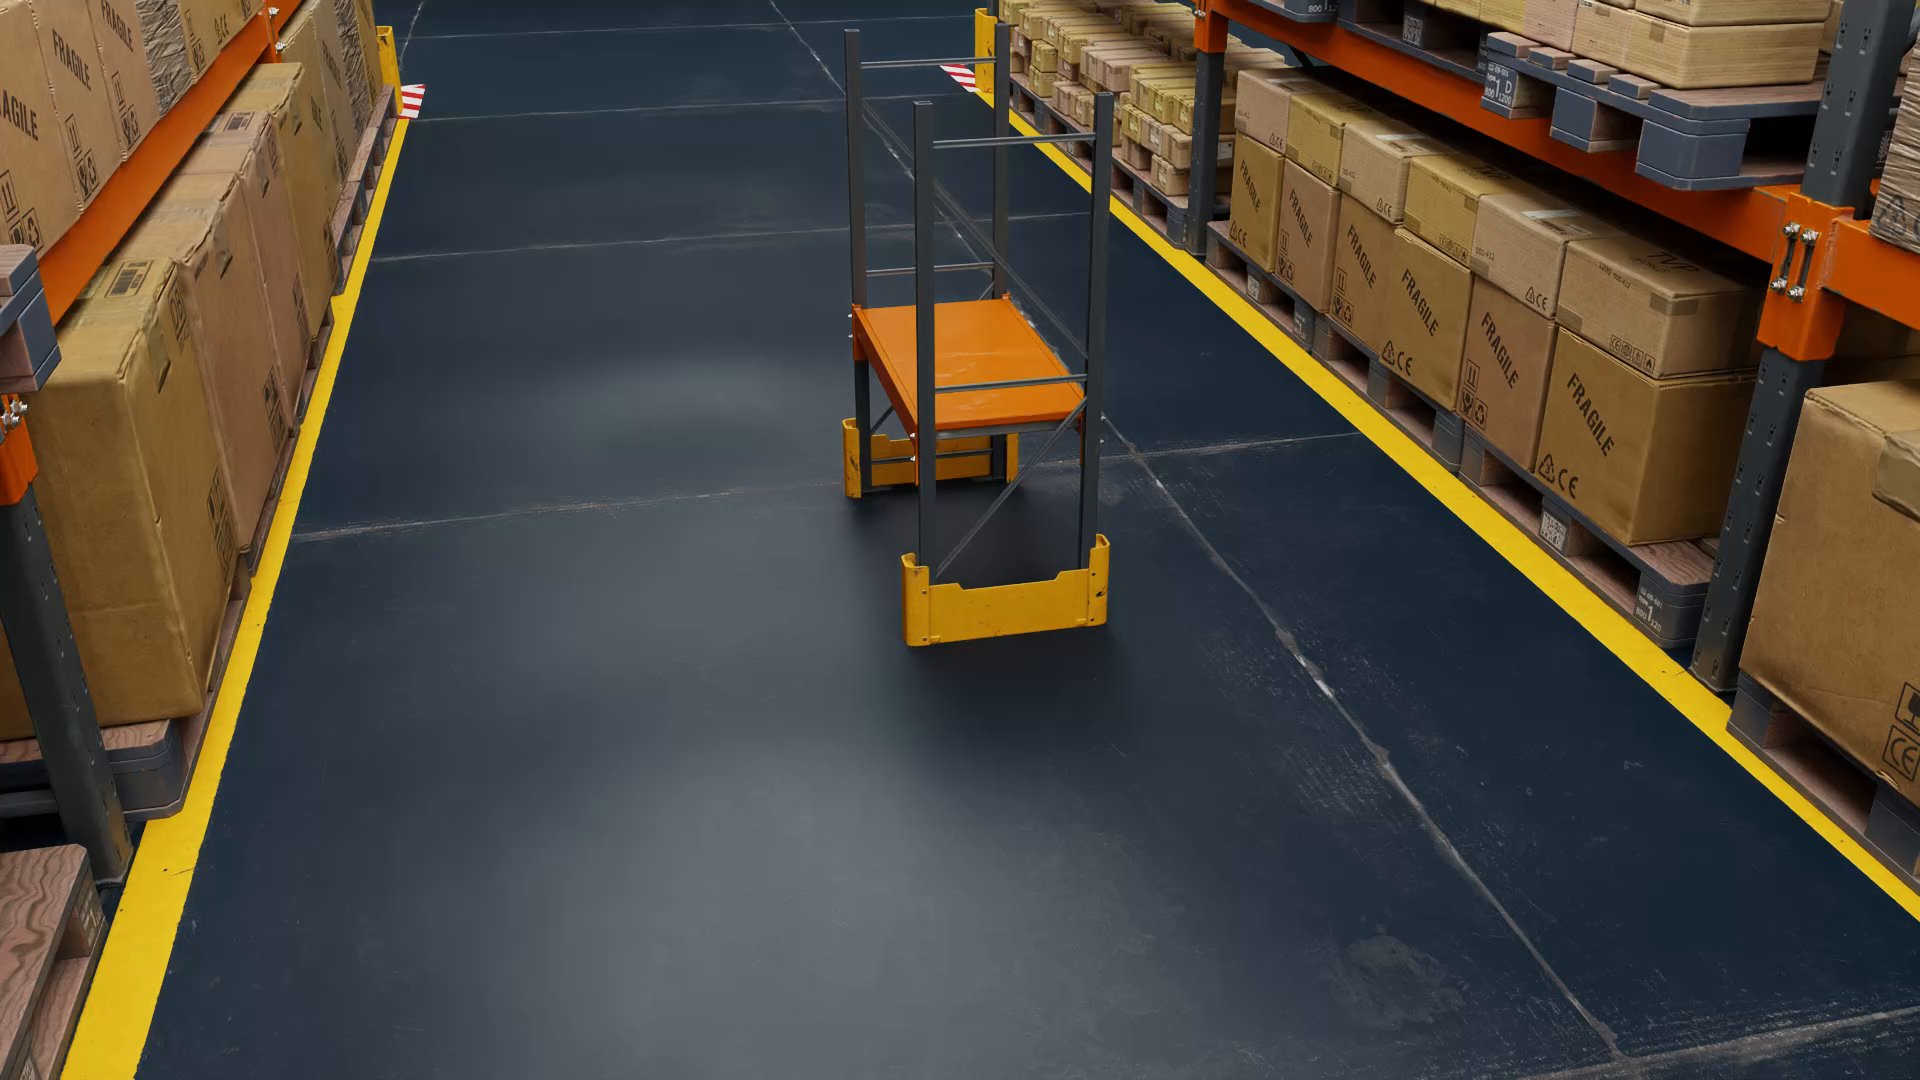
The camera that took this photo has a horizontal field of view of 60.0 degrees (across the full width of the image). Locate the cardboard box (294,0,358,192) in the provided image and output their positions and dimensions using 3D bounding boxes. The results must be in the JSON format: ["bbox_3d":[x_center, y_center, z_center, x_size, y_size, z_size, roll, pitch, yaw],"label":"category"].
[{"bbox_3d":[-3.546,-2.230,8.230,0.875,0.875,0.875,-6,27,-12],"label":"cardboard box"}]

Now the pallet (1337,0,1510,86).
[{"bbox_3d":[1.998,-1.780,5.661,1.003,0.211,1.213,-6,27,-12],"label":"pallet"}]

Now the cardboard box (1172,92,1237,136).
[{"bbox_3d":[1.249,-2.067,8.054,0.380,0.149,0.250,-5,27,-10],"label":"cardboard box"}]

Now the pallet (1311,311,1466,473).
[{"bbox_3d":[2.038,-0.634,6.272,1.003,0.211,1.213,-6,27,-12],"label":"pallet"}]

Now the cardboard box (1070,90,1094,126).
[{"bbox_3d":[0.849,-2.488,9.547,0.380,0.149,0.250,-6,27,-12],"label":"cardboard box"}]

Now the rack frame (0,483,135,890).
[{"bbox_3d":[-2.371,-0.542,2.994,1.000,3.000,0.127,-6,27,-12],"label":"rack frame"}]

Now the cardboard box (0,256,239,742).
[{"bbox_3d":[-2.506,-0.086,3.983,1.225,0.875,0.875,-7,28,-14],"label":"cardboard box"}]

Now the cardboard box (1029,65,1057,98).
[{"bbox_3d":[0.640,-2.827,10.220,0.380,0.149,0.250,-6,27,-11],"label":"cardboard box"}]

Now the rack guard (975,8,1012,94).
[{"bbox_3d":[0.698,-3.364,11.360,1.175,0.500,0.348,-6,27,-12],"label":"rack guard"}]

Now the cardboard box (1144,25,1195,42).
[{"bbox_3d":[1.293,-2.910,9.725,0.380,0.149,0.250,-7,28,-13],"label":"cardboard box"}]

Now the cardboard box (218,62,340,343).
[{"bbox_3d":[-3.109,-1.258,6.305,1.225,0.875,0.875,-6,27,-11],"label":"cardboard box"}]

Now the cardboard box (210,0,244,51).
[{"bbox_3d":[-2.796,-1.947,5.667,0.500,0.500,0.500,-5,27,-10],"label":"cardboard box"}]

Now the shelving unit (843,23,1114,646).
[{"bbox_3d":[0.017,-0.636,4.846,0.587,1.500,1.083,-6,27,-12],"label":"shelving unit"}]

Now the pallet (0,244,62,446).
[{"bbox_3d":[-2.107,-0.154,2.439,1.213,0.211,1.003,-6,27,-12],"label":"pallet"}]

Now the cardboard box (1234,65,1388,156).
[{"bbox_3d":[1.492,-1.812,6.987,0.500,0.250,0.500,-7,28,-14],"label":"cardboard box"}]

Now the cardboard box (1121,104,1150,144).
[{"bbox_3d":[1.051,-2.144,8.537,0.380,0.149,0.250,-7,28,-13],"label":"cardboard box"}]

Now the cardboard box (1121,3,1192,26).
[{"bbox_3d":[1.230,-3.270,10.437,0.380,0.149,0.250,-7,28,-13],"label":"cardboard box"}]

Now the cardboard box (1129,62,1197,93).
[{"bbox_3d":[1.107,-2.406,8.725,0.380,0.149,0.250,-5,27,-10],"label":"cardboard box"}]

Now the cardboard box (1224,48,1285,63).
[{"bbox_3d":[1.539,-2.575,9.060,0.380,0.149,0.250,-5,27,-10],"label":"cardboard box"}]

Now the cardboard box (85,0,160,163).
[{"bbox_3d":[-2.453,-1.278,4.342,0.500,0.500,0.500,-6,27,-13],"label":"cardboard box"}]

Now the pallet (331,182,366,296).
[{"bbox_3d":[-3.368,-1.395,7.779,1.003,0.211,1.213,-6,27,-12],"label":"pallet"}]

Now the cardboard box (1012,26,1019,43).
[{"bbox_3d":[0.549,-3.305,10.836,0.380,0.149,0.250,-5,27,-9],"label":"cardboard box"}]

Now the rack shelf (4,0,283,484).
[{"bbox_3d":[-2.822,-1.099,4.896,1.077,0.370,4.000,-6,27,-12],"label":"rack shelf"}]

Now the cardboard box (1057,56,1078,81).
[{"bbox_3d":[0.802,-2.850,9.935,0.380,0.149,0.250,-7,28,-14],"label":"cardboard box"}]

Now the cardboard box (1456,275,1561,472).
[{"bbox_3d":[1.968,-0.563,5.345,0.500,0.500,0.500,-5,27,-10],"label":"cardboard box"}]

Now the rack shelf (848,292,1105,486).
[{"bbox_3d":[0.019,-0.472,4.919,0.538,0.185,1.000,-6,27,-12],"label":"rack shelf"}]

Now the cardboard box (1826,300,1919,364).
[{"bbox_3d":[2.565,-0.735,4.852,0.500,0.250,0.500,-7,28,-14],"label":"cardboard box"}]

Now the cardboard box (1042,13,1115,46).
[{"bbox_3d":[0.716,-3.096,10.093,0.380,0.149,0.250,-7,28,-14],"label":"cardboard box"}]

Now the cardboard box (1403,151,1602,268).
[{"bbox_3d":[1.851,-1.126,5.628,0.500,0.250,0.500,-5,27,-10],"label":"cardboard box"}]

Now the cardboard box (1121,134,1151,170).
[{"bbox_3d":[1.063,-2.041,8.663,0.380,0.149,0.250,-7,28,-13],"label":"cardboard box"}]

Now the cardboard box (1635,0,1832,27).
[{"bbox_3d":[1.929,-1.380,4.137,0.380,0.149,0.250,-5,27,-11],"label":"cardboard box"}]

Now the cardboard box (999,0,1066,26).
[{"bbox_3d":[0.468,-3.429,10.752,0.380,0.149,0.250,-7,28,-14],"label":"cardboard box"}]

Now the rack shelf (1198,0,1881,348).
[{"bbox_3d":[2.033,-1.558,5.806,1.077,0.370,4.000,-6,27,-12],"label":"rack shelf"}]

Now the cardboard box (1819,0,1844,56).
[{"bbox_3d":[2.520,-1.411,4.529,0.380,0.149,0.250,-5,27,-9],"label":"cardboard box"}]

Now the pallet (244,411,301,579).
[{"bbox_3d":[-2.747,-0.185,5.383,1.003,0.211,1.213,-6,27,-12],"label":"pallet"}]

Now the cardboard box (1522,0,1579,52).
[{"bbox_3d":[1.813,-1.468,4.643,0.380,0.149,0.250,-5,27,-11],"label":"cardboard box"}]

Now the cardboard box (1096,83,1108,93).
[{"bbox_3d":[0.973,-2.494,9.229,0.380,0.149,0.250,-7,28,-14],"label":"cardboard box"}]

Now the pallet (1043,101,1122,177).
[{"bbox_3d":[1.118,-2.340,9.652,1.003,0.211,1.213,-6,27,-12],"label":"pallet"}]

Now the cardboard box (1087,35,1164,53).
[{"bbox_3d":[0.934,-2.753,9.412,0.380,0.149,0.250,-6,27,-11],"label":"cardboard box"}]

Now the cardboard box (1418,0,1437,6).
[{"bbox_3d":[1.641,-1.810,5.320,0.380,0.149,0.250,-5,27,-10],"label":"cardboard box"}]

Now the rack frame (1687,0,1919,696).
[{"bbox_3d":[2.484,-1.001,3.904,1.000,3.000,0.127,-6,27,-12],"label":"rack frame"}]

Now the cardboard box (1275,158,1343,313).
[{"bbox_3d":[1.612,-1.245,6.696,0.500,0.500,0.500,-5,27,-9],"label":"cardboard box"}]
